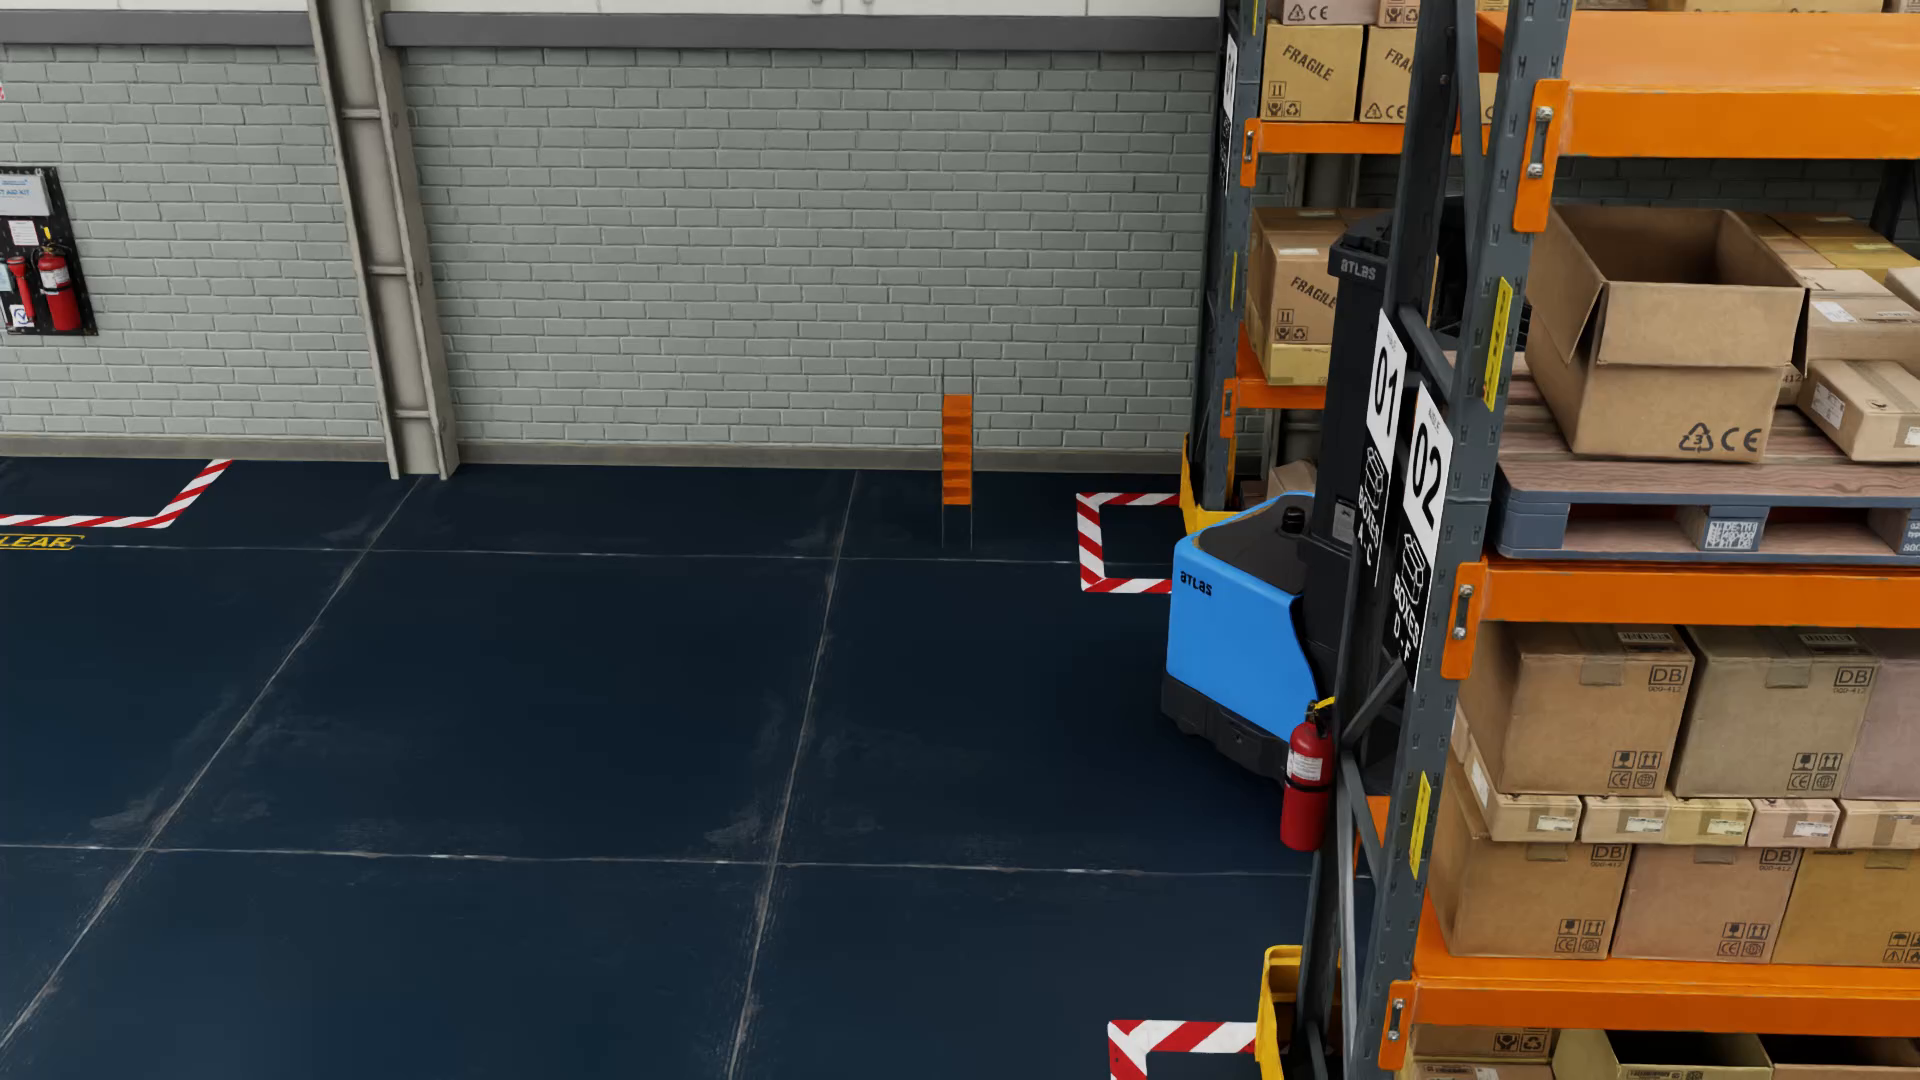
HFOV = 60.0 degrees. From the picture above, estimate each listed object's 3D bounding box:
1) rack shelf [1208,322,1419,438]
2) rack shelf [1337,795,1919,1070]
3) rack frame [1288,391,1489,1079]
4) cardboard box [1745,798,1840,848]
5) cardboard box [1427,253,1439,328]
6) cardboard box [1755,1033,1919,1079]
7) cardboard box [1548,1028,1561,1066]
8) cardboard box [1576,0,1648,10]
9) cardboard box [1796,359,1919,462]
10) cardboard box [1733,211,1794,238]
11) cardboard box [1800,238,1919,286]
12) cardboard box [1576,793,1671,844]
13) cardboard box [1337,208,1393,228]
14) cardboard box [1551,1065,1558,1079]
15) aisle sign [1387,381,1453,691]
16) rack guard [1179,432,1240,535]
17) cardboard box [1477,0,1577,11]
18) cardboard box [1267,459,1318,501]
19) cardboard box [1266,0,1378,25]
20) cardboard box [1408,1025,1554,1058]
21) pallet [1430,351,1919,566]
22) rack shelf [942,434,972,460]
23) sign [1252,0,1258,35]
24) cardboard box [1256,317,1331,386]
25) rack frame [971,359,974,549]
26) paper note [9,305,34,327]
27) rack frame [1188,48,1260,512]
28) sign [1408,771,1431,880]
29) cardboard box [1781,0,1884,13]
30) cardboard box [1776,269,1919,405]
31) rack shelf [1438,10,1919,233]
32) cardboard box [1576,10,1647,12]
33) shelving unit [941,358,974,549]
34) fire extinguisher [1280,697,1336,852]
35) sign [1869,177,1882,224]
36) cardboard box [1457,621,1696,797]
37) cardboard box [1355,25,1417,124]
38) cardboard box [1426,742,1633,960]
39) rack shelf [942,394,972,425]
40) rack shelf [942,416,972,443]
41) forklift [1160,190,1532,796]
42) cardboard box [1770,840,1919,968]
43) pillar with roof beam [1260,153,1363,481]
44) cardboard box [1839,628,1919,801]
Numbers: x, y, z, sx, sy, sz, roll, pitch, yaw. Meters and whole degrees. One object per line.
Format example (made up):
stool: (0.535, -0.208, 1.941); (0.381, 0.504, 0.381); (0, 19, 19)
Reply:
rack shelf: (3.544, -0.971, 10.073); (4.000, 0.370, 1.077); (1, 28, 2)
rack shelf: (3.373, 1.347, 5.699); (4.000, 0.370, 1.077); (1, 28, 2)
rack frame: (1.374, 0.997, 5.593); (0.127, 3.000, 1.000); (1, 28, 2)
cardboard box: (2.524, 0.786, 5.190); (0.250, 0.149, 0.380); (1, 28, 1)
cardboard box: (2.505, -1.435, 9.517); (0.500, 0.500, 0.500); (1, 28, 2)
cardboard box: (2.902, 1.817, 5.732); (0.500, 0.500, 0.500); (1, 28, 2)
cardboard box: (2.421, 1.899, 6.378); (0.500, 0.250, 0.500); (1, 28, 2)
cardboard box: (3.525, -3.223, 9.155); (0.500, 0.500, 0.500); (1, 28, 2)
cardboard box: (2.544, -0.363, 4.626); (0.250, 0.149, 0.380); (1, 28, 2)
cardboard box: (4.564, -1.646, 9.916); (0.500, 0.500, 0.500); (1, 28, 2)
cardboard box: (5.059, -1.393, 9.439); (0.500, 0.500, 0.500); (1, 28, 2)
cardboard box: (2.023, 0.776, 5.209); (0.250, 0.149, 0.380); (0, 28, 0)
cardboard box: (2.527, -1.675, 9.970); (0.500, 0.500, 0.500); (1, 28, 2)
cardboard box: (2.402, 2.145, 5.913); (0.500, 0.250, 0.500); (1, 28, 2)
aisle sign: (1.298, -0.010, 4.716); (0.004, 0.787, 0.394); (1, 28, 2)
rack guard: (1.621, -0.217, 10.550); (0.348, 0.500, 1.175); (1, 28, 2)
cardboard box: (2.934, -2.987, 8.709); (0.500, 0.500, 0.500); (2, 28, 3)
cardboard box: (2.234, -0.275, 10.393); (0.500, 0.311, 0.500); (-2, 28, -4)
cardboard box: (1.922, -3.022, 8.776); (0.500, 0.500, 0.500); (-1, 28, -2)
cardboard box: (1.921, 1.564, 6.209); (0.500, 0.500, 0.500); (1, 28, 2)
pallet: (2.080, -0.266, 4.866); (1.213, 0.211, 1.003); (1, 28, 2)
rack shelf: (-0.014, -0.597, 10.359); (0.180, 0.103, 0.258); (1, 28, 2)
sign: (1.526, -2.780, 8.581); (0.005, 0.325, 0.100); (1, 28, 2)
cardboard box: (2.022, -1.108, 9.702); (0.500, 0.250, 0.500); (0, 28, 0)
rack frame: (0.077, -0.529, 10.392); (0.006, 1.200, 0.240); (1, 28, 2)
paper note: (-6.364, -1.519, 11.280); (0.142, 0.148, 0.016); (1, 28, 2)
rack frame: (1.545, -1.322, 9.967); (0.127, 3.000, 1.000); (1, 28, 2)
sign: (1.349, 0.839, 4.882); (0.005, 0.325, 0.100); (1, 28, 2)
cardboard box: (4.481, -2.962, 8.661); (0.500, 0.500, 0.500); (2, 28, 5)
cardboard box: (2.534, -0.614, 4.991); (0.500, 0.250, 0.500); (1, 28, 2)
rack shelf: (3.373, -1.126, 4.388); (4.000, 0.370, 1.077); (1, 28, 2)
cardboard box: (3.461, -2.547, 8.946); (0.500, 0.500, 0.500); (3, 28, 5)
shelving unit: (-0.014, -0.530, 10.395); (0.189, 1.200, 0.258); (1, 28, 2)
fire extinguisher: (1.272, 0.811, 6.025); (0.183, 0.674, 0.296); (1, 28, 2)
sign: (5.559, -2.027, 10.061); (0.005, 0.325, 0.100); (1, 28, 2)
cardboard box: (1.893, 0.394, 5.238); (0.500, 0.500, 0.700); (1, 28, 2)
cardboard box: (2.406, -2.552, 8.957); (0.500, 0.500, 0.500); (3, 28, 5)
cardboard box: (1.840, 0.966, 5.544); (0.500, 0.500, 0.700); (1, 28, 2)
rack shelf: (-0.014, -0.809, 10.247); (0.180, 0.103, 0.258); (1, 28, 2)
rack shelf: (-0.014, -0.703, 10.303); (0.180, 0.103, 0.258); (1, 28, 2)
forklift: (2.397, 0.040, 7.471); (1.130, 2.935, 3.031); (-22, 35, -35)
cardboard box: (2.861, 0.983, 5.511); (0.500, 0.500, 0.700); (1, 28, 2)
pillar with roof beam: (2.123, -2.351, 5.503); (0.400, 9.000, 9.100); (1, 28, 2)
cardboard box: (2.923, 0.408, 5.211); (0.500, 0.500, 0.700); (1, 28, 2)
